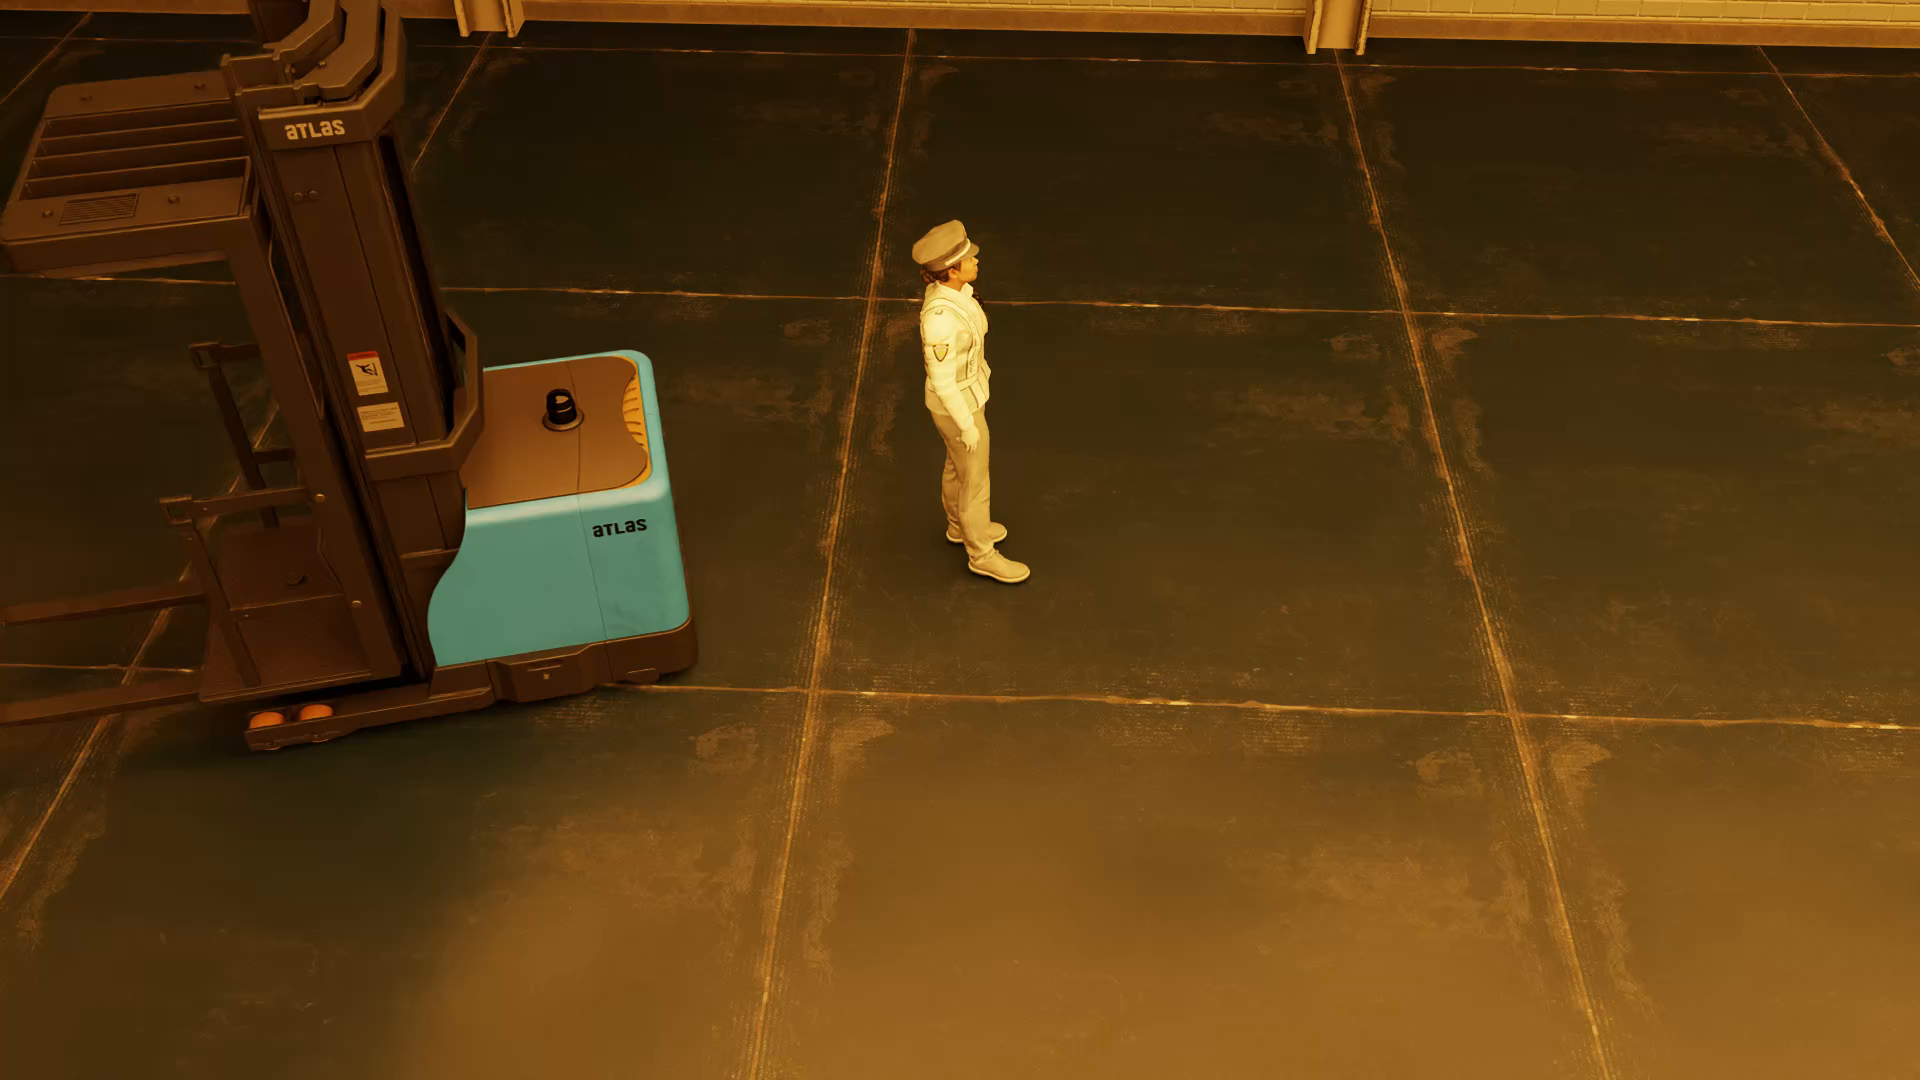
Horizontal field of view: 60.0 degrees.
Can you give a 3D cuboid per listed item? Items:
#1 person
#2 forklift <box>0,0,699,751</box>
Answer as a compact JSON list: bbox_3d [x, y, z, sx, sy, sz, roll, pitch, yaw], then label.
[{"bbox_3d":[0.067,-0.625,7.333,0.533,1.696,0.588,2,42,2],"label":"person"},{"bbox_3d":[-2.715,-0.596,6.395,3.031,2.935,1.130,-9,43,-9],"label":"forklift"}]
